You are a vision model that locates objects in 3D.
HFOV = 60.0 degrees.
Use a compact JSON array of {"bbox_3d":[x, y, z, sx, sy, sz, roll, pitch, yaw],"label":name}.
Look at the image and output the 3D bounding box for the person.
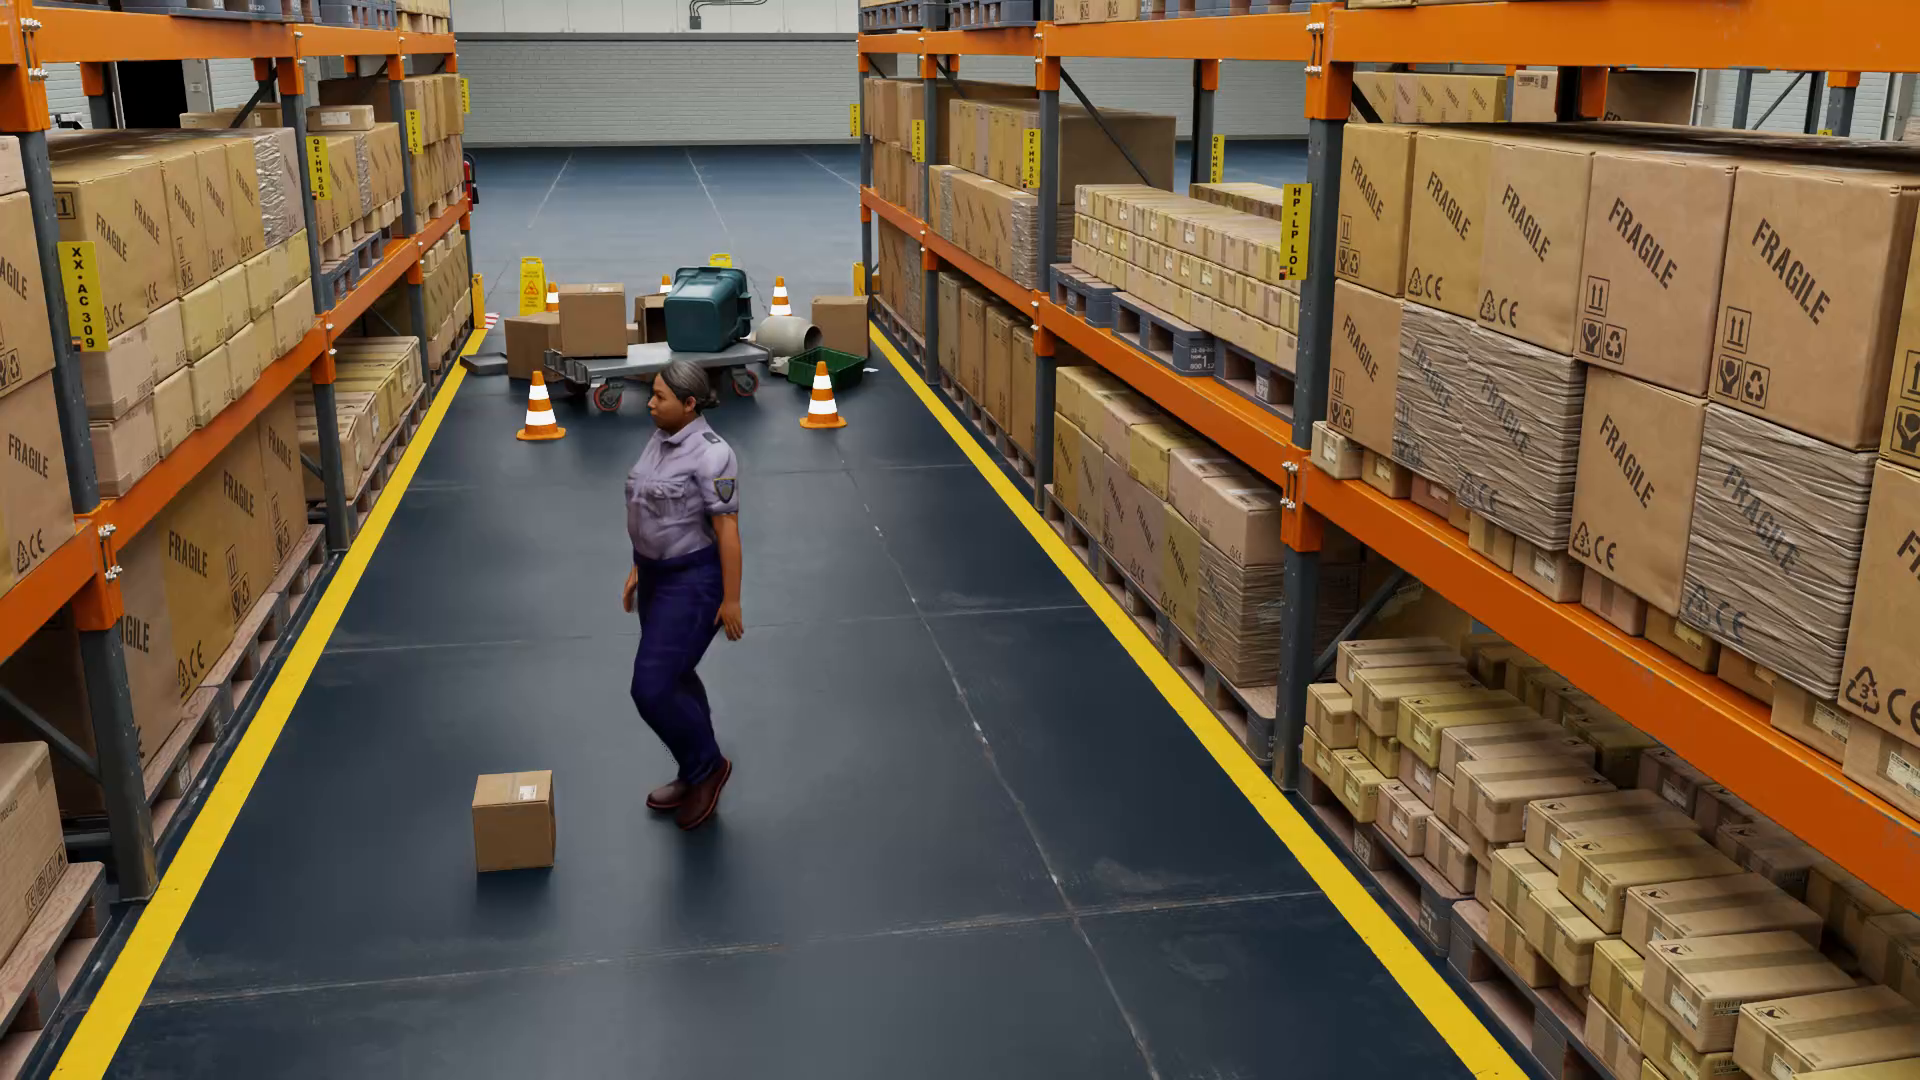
[{"bbox_3d":[-1.033,0.193,5.890,0.452,1.666,0.528,-11,20,-33],"label":"person"}]
